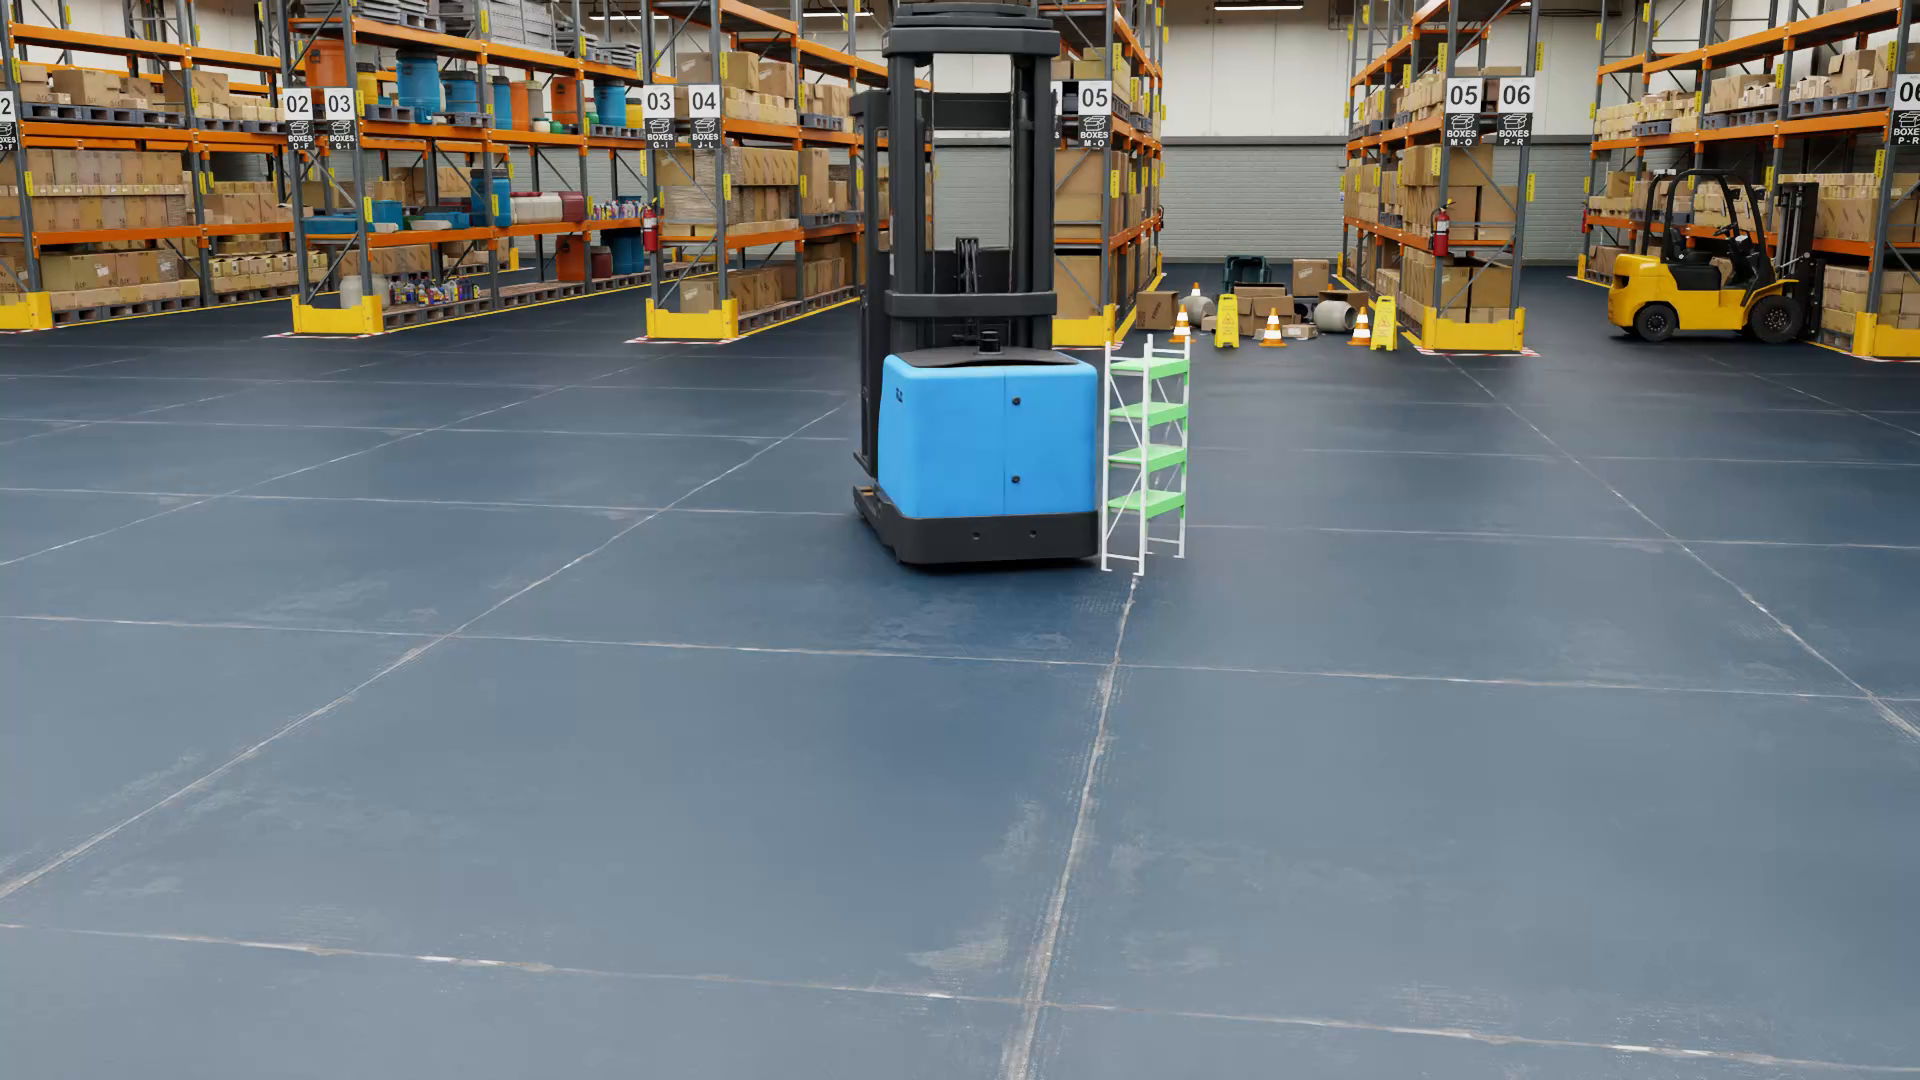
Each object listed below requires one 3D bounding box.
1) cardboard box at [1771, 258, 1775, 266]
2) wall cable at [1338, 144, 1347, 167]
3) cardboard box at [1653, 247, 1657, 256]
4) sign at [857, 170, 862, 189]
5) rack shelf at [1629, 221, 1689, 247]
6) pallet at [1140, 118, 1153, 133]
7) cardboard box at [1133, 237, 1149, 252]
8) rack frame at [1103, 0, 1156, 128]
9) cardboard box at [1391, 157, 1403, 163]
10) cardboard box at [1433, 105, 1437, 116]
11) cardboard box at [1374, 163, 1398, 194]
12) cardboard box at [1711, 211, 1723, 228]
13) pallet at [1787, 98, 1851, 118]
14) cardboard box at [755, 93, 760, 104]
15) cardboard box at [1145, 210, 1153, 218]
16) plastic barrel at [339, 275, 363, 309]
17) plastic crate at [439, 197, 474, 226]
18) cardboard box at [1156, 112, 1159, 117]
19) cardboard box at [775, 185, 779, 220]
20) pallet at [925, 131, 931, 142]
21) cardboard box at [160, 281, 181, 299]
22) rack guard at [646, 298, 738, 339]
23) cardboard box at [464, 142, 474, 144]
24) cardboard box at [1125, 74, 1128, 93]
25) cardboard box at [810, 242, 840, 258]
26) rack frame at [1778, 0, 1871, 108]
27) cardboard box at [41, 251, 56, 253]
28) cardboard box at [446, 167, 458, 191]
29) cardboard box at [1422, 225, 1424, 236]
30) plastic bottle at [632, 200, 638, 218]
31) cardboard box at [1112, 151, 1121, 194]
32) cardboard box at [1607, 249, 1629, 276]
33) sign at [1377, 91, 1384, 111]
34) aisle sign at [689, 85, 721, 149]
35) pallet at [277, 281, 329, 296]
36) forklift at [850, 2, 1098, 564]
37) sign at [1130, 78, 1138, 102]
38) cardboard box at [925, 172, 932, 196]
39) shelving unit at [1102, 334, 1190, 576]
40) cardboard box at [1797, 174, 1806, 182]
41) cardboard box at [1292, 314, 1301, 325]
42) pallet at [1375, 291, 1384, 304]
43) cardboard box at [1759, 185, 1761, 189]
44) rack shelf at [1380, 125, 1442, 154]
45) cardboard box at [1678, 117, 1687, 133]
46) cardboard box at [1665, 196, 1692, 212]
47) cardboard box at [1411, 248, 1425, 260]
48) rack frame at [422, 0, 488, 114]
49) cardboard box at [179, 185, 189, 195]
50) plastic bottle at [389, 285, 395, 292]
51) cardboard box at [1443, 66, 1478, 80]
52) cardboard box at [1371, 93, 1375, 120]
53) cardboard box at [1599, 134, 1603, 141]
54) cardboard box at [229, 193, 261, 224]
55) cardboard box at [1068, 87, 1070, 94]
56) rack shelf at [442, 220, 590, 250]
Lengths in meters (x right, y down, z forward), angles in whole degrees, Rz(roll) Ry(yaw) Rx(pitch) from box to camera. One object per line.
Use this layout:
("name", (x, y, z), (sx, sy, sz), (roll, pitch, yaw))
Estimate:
("cardboard box", (11.399, -3.734, 22.858), (0.500, 0.250, 0.500), (2, 12, 8))
("wall cable", (9.568, -8.820, 40.812), (0.585, 1.953, 0.123), (2, 12, 9))
("cardboard box", (12.597, -5.152, 29.679), (0.380, 0.149, 0.250), (2, 12, 9))
("sign", (-1.761, -6.301, 29.048), (0.100, 0.325, 0.005), (2, 12, 9))
("rack shelf", (12.706, -5.372, 29.010), (1.077, 0.370, 4.000), (2, 12, 9))
("pallet", (2.540, -6.845, 27.465), (1.213, 0.211, 1.003), (2, 12, 11))
("cardboard box", (3.337, -5.626, 31.638), (0.500, 0.250, 0.500), (2, 12, 7))
("rack frame", (3.202, -9.372, 31.623), (1.000, 3.000, 0.127), (2, 12, 9))
("cardboard box", (8.414, -7.212, 31.690), (0.380, 0.149, 0.250), (2, 12, 8))
("cardboard box", (6.218, -5.440, 21.094), (0.380, 0.149, 0.250), (2, 12, 8))
("cardboard box", (7.315, -6.122, 28.168), (0.500, 0.500, 0.500), (2, 12, 7))
("cardboard box", (11.934, -4.938, 25.642), (0.500, 0.250, 0.500), (1, 12, 7))
("pallet", (11.678, -5.720, 22.004), (1.003, 0.211, 1.213), (2, 12, 9))
("cardboard box", (-3.004, -6.139, 23.150), (0.380, 0.149, 0.250), (1, 12, 7))
("cardboard box", (3.569, -6.365, 32.506), (0.380, 0.149, 0.250), (2, 12, 11))
("plastic barrel", (-8.397, -3.413, 23.117), (0.421, 0.512, 0.421), (0, 12, 0))
("plastic crate", (-8.036, -5.259, 26.623), (0.402, 0.464, 0.583), (2, 12, 9))
("cardboard box", (3.949, -8.866, 34.616), (0.380, 0.149, 0.250), (2, 12, 10))
("cardboard box", (-3.156, -4.956, 24.426), (0.875, 0.500, 0.500), (2, 12, 9))
("pallet", (-1.172, -8.722, 35.937), (1.003, 0.211, 1.213), (2, 12, 9))
("cardboard box", (-12.644, -3.932, 26.147), (0.500, 0.250, 0.500), (2, 12, 9))
("rack guard", (-3.517, -2.917, 21.844), (1.175, 0.500, 0.348), (2, 12, 9))
("cardboard box", (-10.919, -8.742, 36.172), (0.500, 0.250, 0.500), (2, 12, 9))
("cardboard box", (2.072, -6.351, 23.139), (0.500, 0.250, 0.500), (2, 12, 8))
("cardboard box", (-2.372, -5.008, 28.721), (0.500, 0.250, 0.500), (2, 12, 11))
("rack frame", (11.783, -7.408, 22.506), (1.000, 3.000, 0.127), (2, 12, 9))
("cardboard box", (-17.041, -5.112, 30.982), (0.700, 0.500, 0.500), (2, 12, 9))
("cardboard box", (-11.042, -7.677, 35.387), (0.500, 0.500, 0.500), (1, 12, 7))
("cardboard box", (6.237, -4.033, 21.683), (0.380, 0.149, 0.250), (2, 12, 8))
("plastic bottle", (-6.424, -6.517, 32.733), (0.144, 0.351, 0.185), (2, 12, 9))
("cardboard box", (1.666, -4.849, 21.953), (0.875, 0.550, 0.550), (2, 12, 9))
("cardboard box", (13.112, -5.439, 32.549), (0.700, 0.500, 0.500), (1, 12, 7))
("sign", (6.946, -7.245, 27.457), (0.100, 0.325, 0.005), (2, 12, 9))
("aisle sign", (-3.242, -5.372, 21.128), (0.394, 0.787, 0.004), (2, 12, 9))
("pallet", (-12.252, -4.577, 30.232), (1.003, 0.211, 1.213), (2, 12, 9))
("forklift", (-0.047, -1.569, 9.816), (1.130, 2.935, 3.031), (-2, 12, -10))
("sign", (2.520, -6.515, 24.067), (0.100, 0.325, 0.005), (2, 12, 9))
("cardboard box", (-0.884, -7.783, 36.357), (0.500, 0.500, 0.500), (2, 12, 9))
("shelving unit", (0.981, -0.459, 8.774), (0.258, 1.200, 0.503), (8, 14, 32))
("cardboard box", (11.319, -4.769, 22.018), (0.380, 0.149, 0.250), (2, 12, 10))
("cardboard box", (4.632, -3.199, 23.705), (0.258, 0.266, 0.396), (-7, 14, -30))
("pallet", (7.372, -3.942, 27.284), (1.003, 0.211, 1.213), (2, 12, 9))
("cardboard box", (11.728, -5.023, 23.903), (0.380, 0.149, 0.250), (2, 12, 9))
("rack shelf", (7.186, -6.166, 25.573), (1.077, 0.370, 4.000), (2, 12, 9))
("cardboard box", (12.314, -6.920, 27.720), (0.500, 0.250, 0.500), (2, 12, 9))
("cardboard box", (12.241, -5.670, 28.041), (0.500, 0.250, 0.500), (1, 12, 6))
("cardboard box", (6.326, -3.879, 22.581), (0.380, 0.149, 0.250), (3, 12, 12))
("rack frame", (-7.808, -8.049, 25.484), (1.000, 3.000, 0.127), (2, 12, 9))
("cardboard box", (-12.532, -5.580, 26.490), (0.380, 0.149, 0.250), (2, 12, 9))
("plastic bottle", (-8.487, -3.645, 24.706), (0.152, 0.276, 0.135), (2, 12, 7))
("cardboard box", (6.023, -5.616, 20.015), (0.380, 0.149, 0.250), (2, 12, 9))
("cardboard box", (7.478, -7.565, 29.120), (0.500, 0.500, 0.500), (2, 12, 9))
("cardboard box", (13.350, -8.258, 34.167), (0.380, 0.149, 0.250), (2, 12, 10))
("cardboard box", (-12.409, -5.700, 28.585), (0.500, 0.500, 0.500), (2, 12, 9))
("cardboard box", (1.229, -5.832, 21.675), (0.380, 0.149, 0.250), (2, 12, 8))
("rack shelf", (-7.500, -5.181, 28.123), (1.077, 0.370, 4.000), (2, 12, 9))
